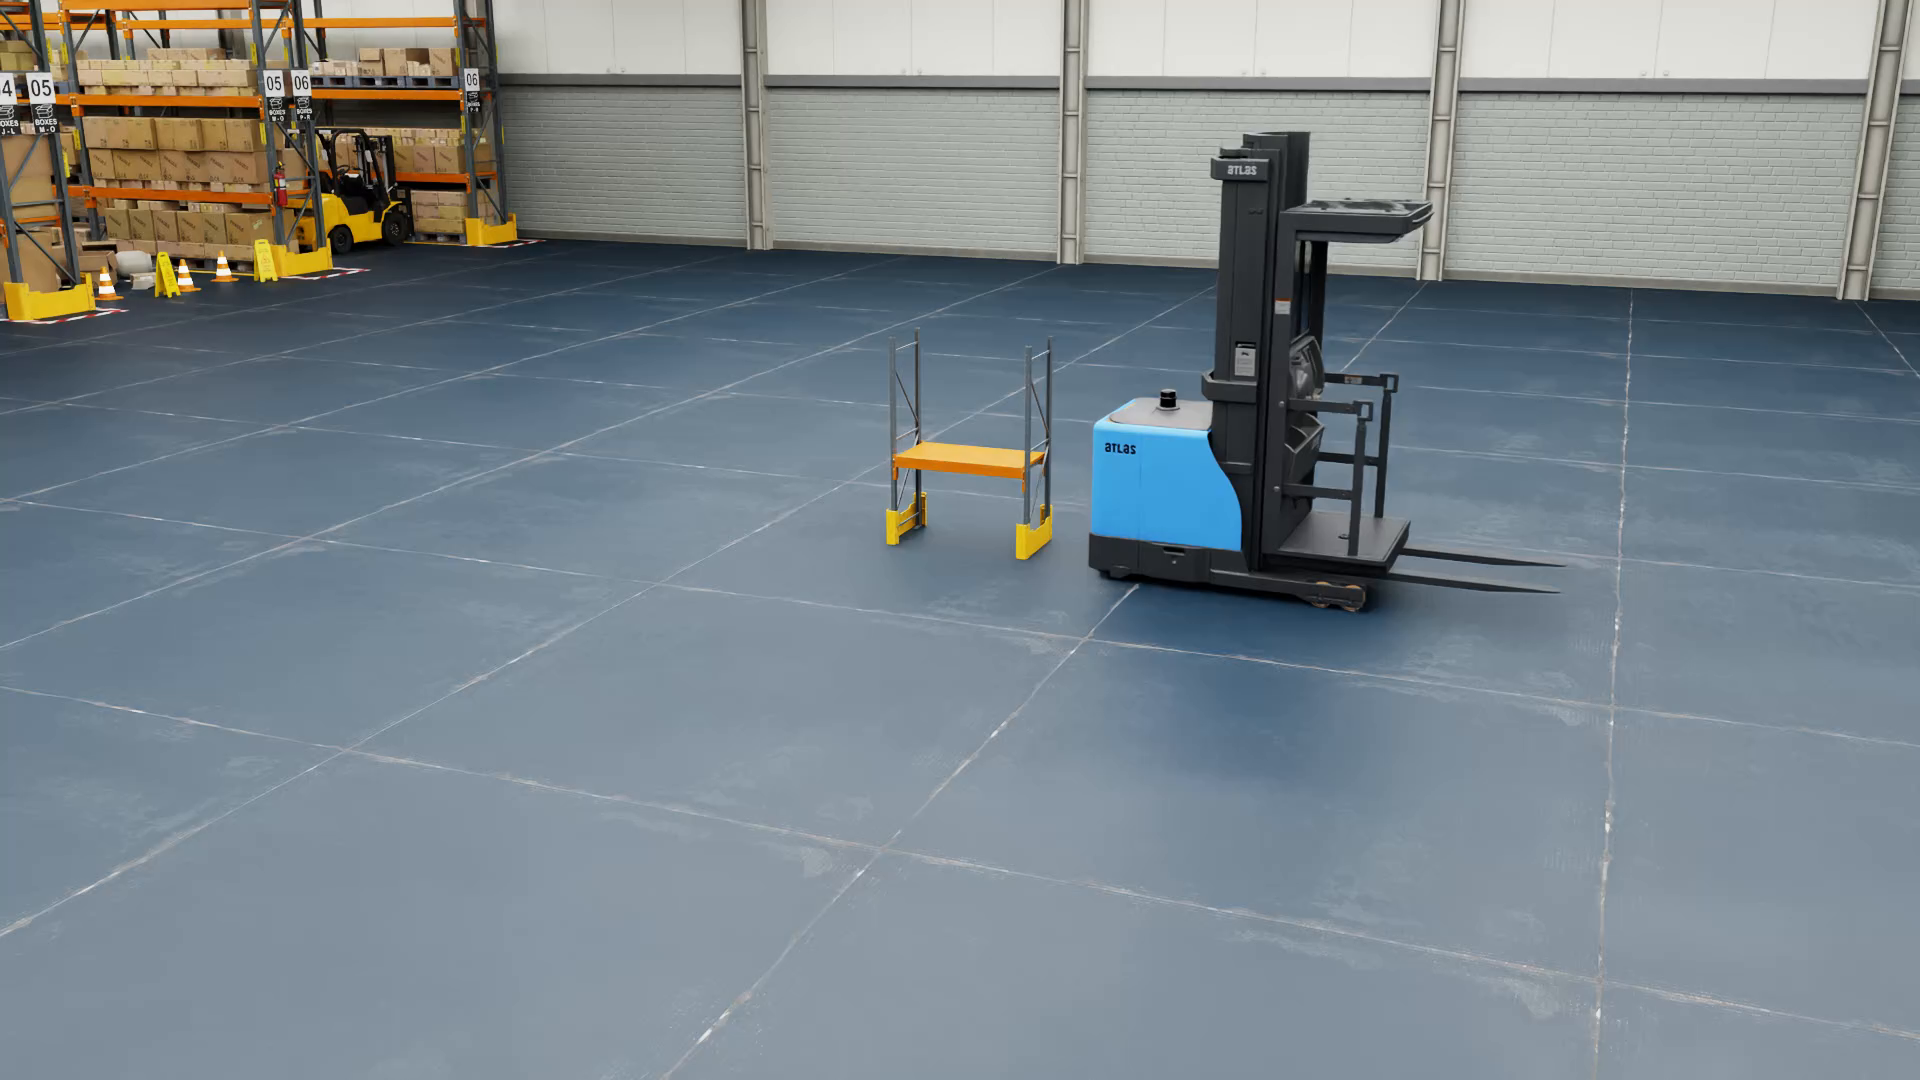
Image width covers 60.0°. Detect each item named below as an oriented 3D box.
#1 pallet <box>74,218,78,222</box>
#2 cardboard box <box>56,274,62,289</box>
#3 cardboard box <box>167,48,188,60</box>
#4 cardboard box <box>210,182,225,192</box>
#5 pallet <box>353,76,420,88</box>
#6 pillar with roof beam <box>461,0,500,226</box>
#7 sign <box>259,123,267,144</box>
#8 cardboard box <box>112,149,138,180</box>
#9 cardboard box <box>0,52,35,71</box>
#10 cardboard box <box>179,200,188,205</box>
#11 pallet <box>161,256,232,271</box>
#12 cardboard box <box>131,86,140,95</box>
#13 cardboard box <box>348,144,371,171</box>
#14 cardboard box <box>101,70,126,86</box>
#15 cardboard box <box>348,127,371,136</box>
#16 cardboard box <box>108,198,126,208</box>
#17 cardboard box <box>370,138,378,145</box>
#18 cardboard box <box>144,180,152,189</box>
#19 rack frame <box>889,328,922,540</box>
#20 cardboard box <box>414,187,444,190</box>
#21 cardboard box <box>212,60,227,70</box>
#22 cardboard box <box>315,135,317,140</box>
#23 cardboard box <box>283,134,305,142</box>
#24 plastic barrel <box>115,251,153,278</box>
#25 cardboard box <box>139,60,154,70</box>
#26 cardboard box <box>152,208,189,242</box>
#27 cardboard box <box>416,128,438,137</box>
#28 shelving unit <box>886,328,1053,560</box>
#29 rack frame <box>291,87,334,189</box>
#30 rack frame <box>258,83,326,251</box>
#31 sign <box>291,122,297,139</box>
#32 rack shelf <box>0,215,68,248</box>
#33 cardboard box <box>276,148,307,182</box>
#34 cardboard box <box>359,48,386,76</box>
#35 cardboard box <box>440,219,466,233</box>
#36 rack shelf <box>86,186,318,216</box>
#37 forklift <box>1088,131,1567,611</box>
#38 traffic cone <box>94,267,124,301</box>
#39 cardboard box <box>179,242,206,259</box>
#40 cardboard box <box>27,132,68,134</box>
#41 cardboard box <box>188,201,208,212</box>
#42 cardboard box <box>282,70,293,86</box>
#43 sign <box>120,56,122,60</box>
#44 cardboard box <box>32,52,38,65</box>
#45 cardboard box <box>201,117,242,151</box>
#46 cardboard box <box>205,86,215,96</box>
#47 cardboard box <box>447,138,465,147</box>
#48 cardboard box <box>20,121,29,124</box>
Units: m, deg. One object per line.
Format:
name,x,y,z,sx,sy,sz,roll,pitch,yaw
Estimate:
pallet,-19.339,-6.942,35.707,1.213,0.211,1.003,6,17,21
cardboard box,-13.933,-3.943,25.280,0.258,0.266,0.396,10,19,30
cardboard box,-15.298,-9.521,33.096,0.500,0.500,0.700,6,17,20
cardboard box,-11.948,-5.749,27.046,0.250,0.149,0.380,7,17,22
pallet,-10.734,-8.728,31.638,1.213,0.211,1.003,6,17,21
pillar with roof beam,-10.843,-9.196,27.711,0.400,9.000,9.100,6,17,21
sign,-10.987,-6.405,26.213,0.005,0.325,0.100,6,17,21
cardboard box,-13.703,-6.277,27.701,0.500,0.500,0.500,6,17,20
cardboard box,-12.841,-6.422,22.338,0.500,0.250,0.500,6,17,21
cardboard box,-15.813,-6.939,34.202,0.625,0.625,0.875,7,18,22
pallet,-12.709,-4.725,28.072,1.213,0.211,1.003,6,17,21
cardboard box,-13.328,-7.369,27.246,0.250,0.149,0.380,6,17,19
cardboard box,-11.388,-7.371,32.003,0.500,0.500,0.500,6,17,20
cardboard box,-13.693,-7.593,27.305,0.500,0.250,0.500,6,17,20
cardboard box,-11.510,-7.829,31.886,0.250,0.149,0.380,6,17,20
cardboard box,-17.323,-6.988,34.595,0.500,0.500,0.500,6,17,20
cardboard box,-11.036,-7.632,31.738,0.250,0.149,0.380,6,17,19
cardboard box,-13.321,-5.927,27.661,0.250,0.149,0.380,6,17,20
rack frame,-0.394,-0.764,12.114,0.032,1.500,0.500,6,17,21
cardboard box,-10.252,-6.691,32.225,0.500,0.250,0.500,6,17,20
cardboard box,-11.657,-7.558,26.467,0.250,0.149,0.380,6,17,20
cardboard box,-12.468,-7.795,32.301,0.250,0.149,0.380,6,17,20
cardboard box,-13.067,-7.873,32.570,0.250,0.149,0.380,7,18,23
plastic barrel,-13.241,-4.421,26.642,0.512,0.421,0.421,-9,18,-27
cardboard box,-13.080,-7.715,27.010,0.250,0.149,0.380,6,17,20
cardboard box,-13.052,-5.254,27.726,0.500,0.500,0.500,7,18,24
cardboard box,-10.056,-7.693,31.416,0.250,0.149,0.380,6,17,21
shelving unit,0.071,-0.712,11.938,1.083,1.500,0.587,6,17,21
rack frame,-12.668,-7.536,32.752,0.127,3.000,1.000,6,17,21
rack frame,-10.764,-5.839,26.907,0.127,3.000,1.000,6,17,21
sign,-12.858,-7.912,32.114,0.005,0.325,0.100,6,17,21
rack shelf,-14.347,-4.404,23.254,4.000,0.370,1.077,6,17,21
cardboard box,-11.103,-6.150,27.267,0.500,0.500,0.500,6,17,20
cardboard box,-10.894,-9.049,31.467,0.637,0.503,0.797,7,18,22
cardboard box,-9.500,-5.974,31.551,0.500,0.250,0.500,6,17,21
rack shelf,-12.625,-5.698,27.712,4.000,0.370,1.077,6,17,21
forklift,2.439,-1.121,10.777,3.031,2.935,1.130,7,17,22
traffic cone,-12.460,-3.749,24.259,0.334,0.463,0.336,6,17,21
cardboard box,-12.583,-4.840,27.646,0.500,0.250,0.500,6,17,19
cardboard box,-15.461,-6.679,28.334,0.500,0.500,0.500,6,17,21
cardboard box,-12.449,-5.480,27.342,0.250,0.149,0.380,7,18,23
cardboard box,-11.134,-7.471,26.884,0.500,0.250,0.500,6,17,20
sign,-14.293,-8.079,28.314,0.005,0.325,0.100,6,17,21
cardboard box,-16.029,-8.184,28.221,0.500,0.250,0.500,7,17,22
cardboard box,-11.788,-6.560,26.882,0.500,0.500,0.700,6,17,21
cardboard box,-11.888,-7.219,26.731,0.250,0.149,0.380,6,17,21
cardboard box,-9.372,-7.449,31.110,0.250,0.149,0.380,7,17,21
cardboard box,-16.581,-7.267,29.197,0.250,0.149,0.380,5,17,18
